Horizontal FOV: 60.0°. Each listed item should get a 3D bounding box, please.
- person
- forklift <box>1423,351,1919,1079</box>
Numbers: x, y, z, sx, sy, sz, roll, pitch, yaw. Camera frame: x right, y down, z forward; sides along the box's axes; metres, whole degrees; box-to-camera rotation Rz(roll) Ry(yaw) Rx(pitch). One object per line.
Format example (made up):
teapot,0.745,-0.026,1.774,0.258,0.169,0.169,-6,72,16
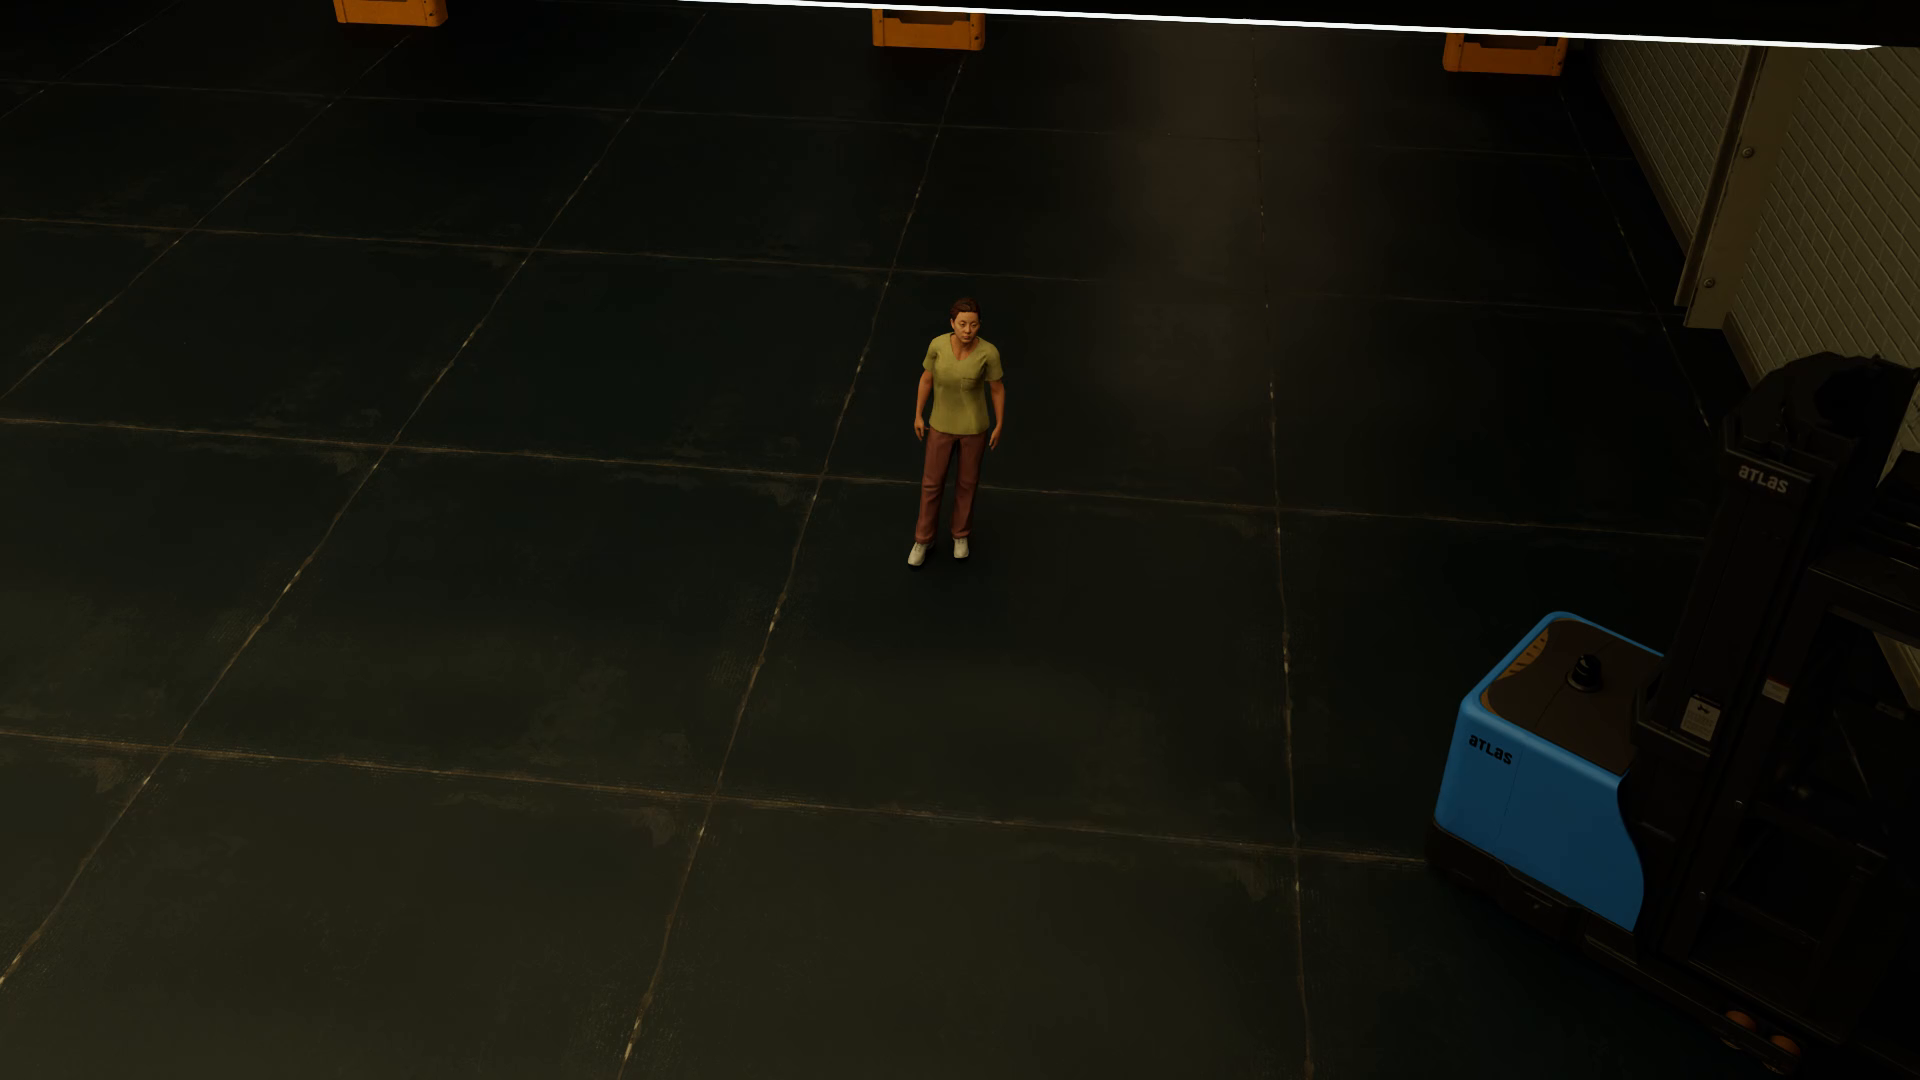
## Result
person,-0.021,-0.638,9.941,0.553,1.675,0.549,4,37,6
forklift,3.734,0.812,6.929,3.031,2.935,1.130,28,45,33
